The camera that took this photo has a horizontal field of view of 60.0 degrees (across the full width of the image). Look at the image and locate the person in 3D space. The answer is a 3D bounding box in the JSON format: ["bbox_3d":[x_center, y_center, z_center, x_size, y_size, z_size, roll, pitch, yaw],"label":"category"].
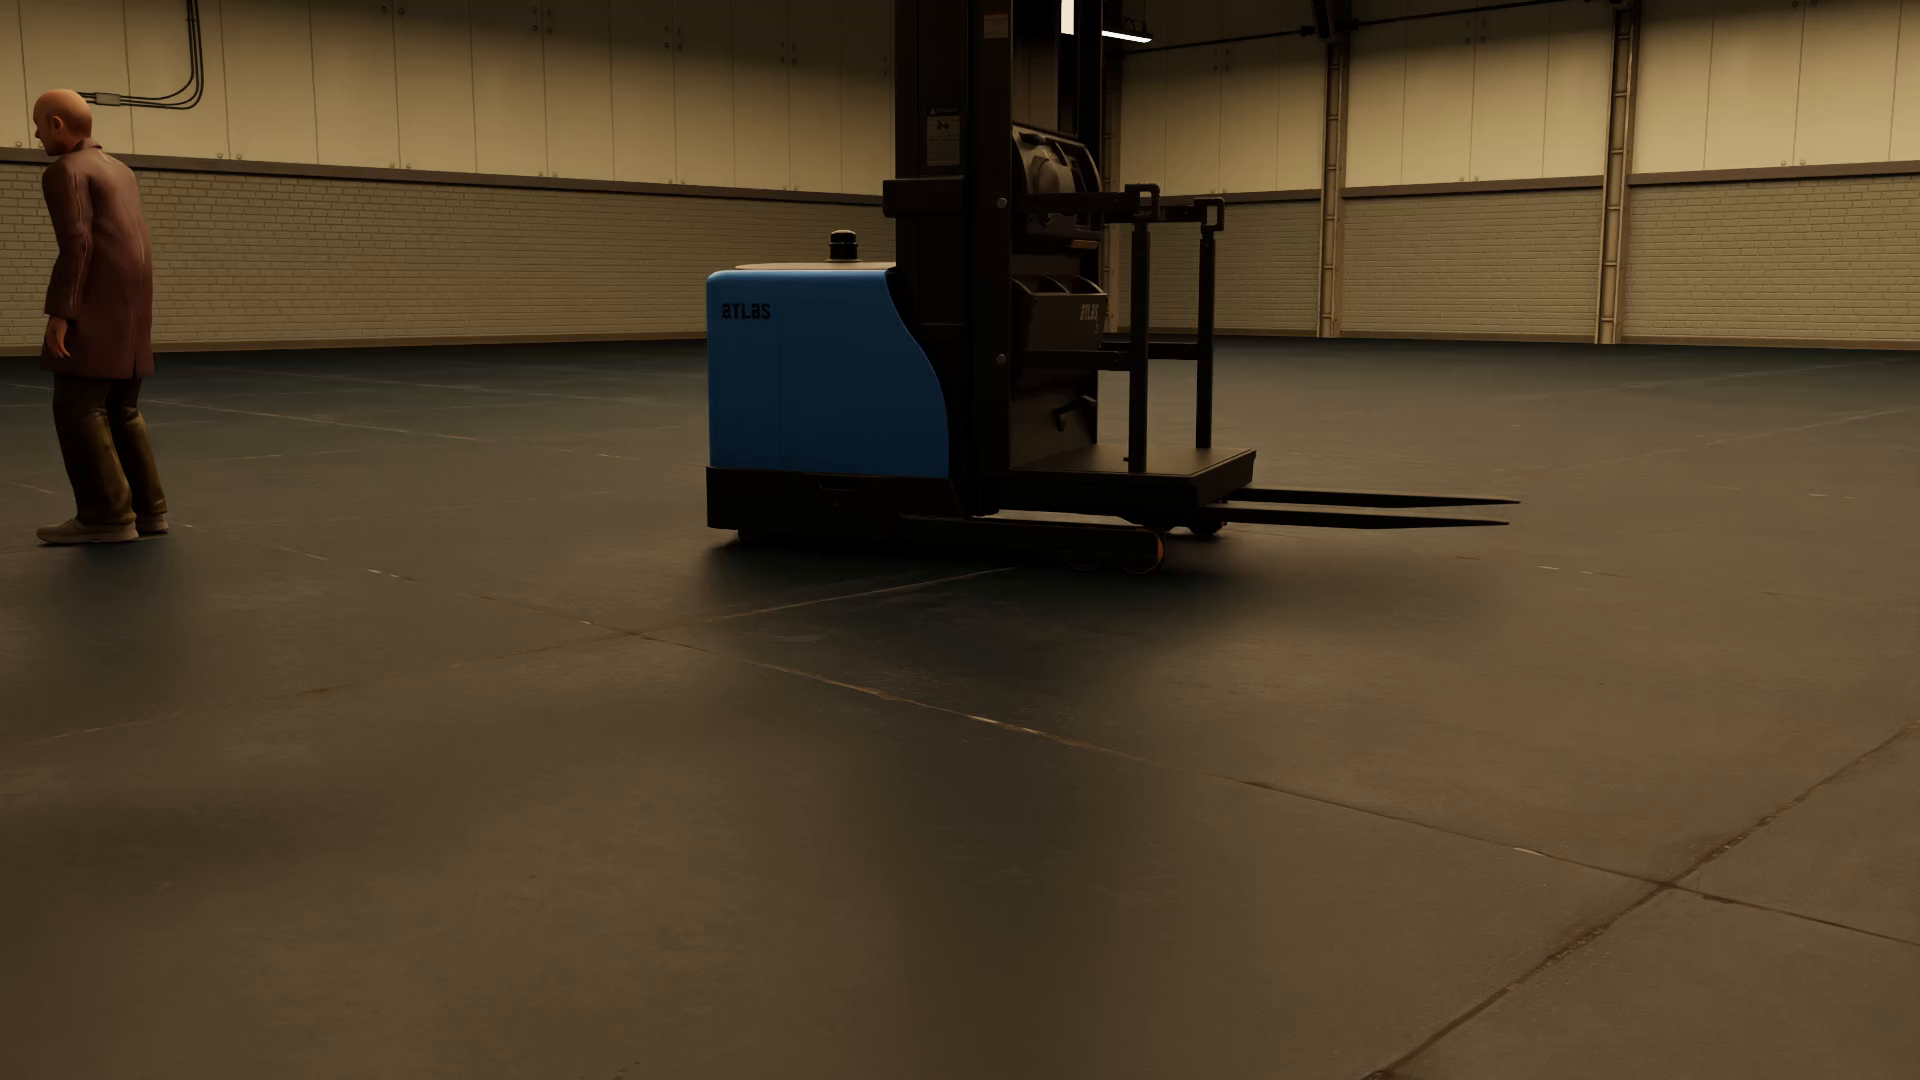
[{"bbox_3d":[-3.454,-0.883,6.629,0.436,1.772,0.644,0,9,-1],"label":"person"}]

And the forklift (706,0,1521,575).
[{"bbox_3d":[0.565,-1.416,6.275,3.031,2.935,1.130,3,9,22],"label":"forklift"}]
